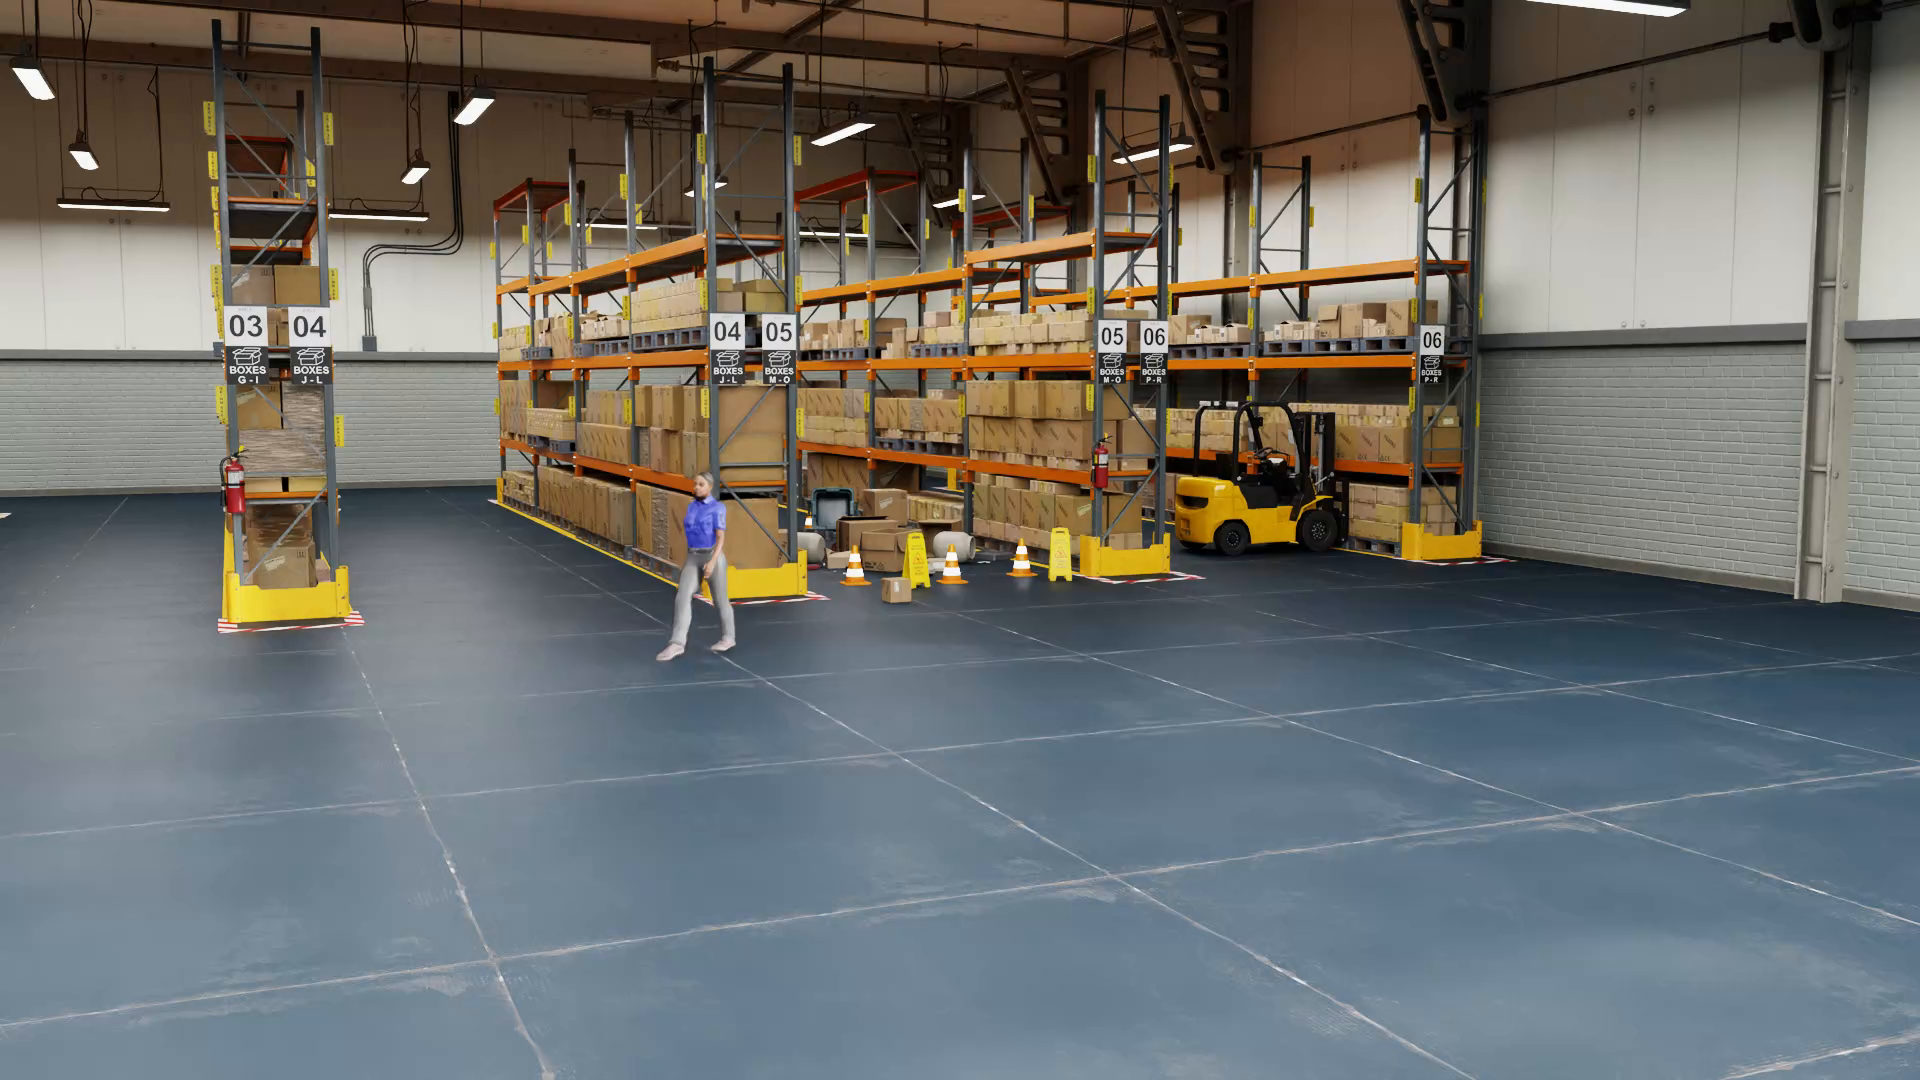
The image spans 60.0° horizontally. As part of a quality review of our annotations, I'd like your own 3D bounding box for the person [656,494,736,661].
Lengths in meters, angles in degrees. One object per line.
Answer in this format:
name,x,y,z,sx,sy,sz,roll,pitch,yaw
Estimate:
person,-2.300,0.315,14.721,0.448,1.422,0.885,3,6,26
